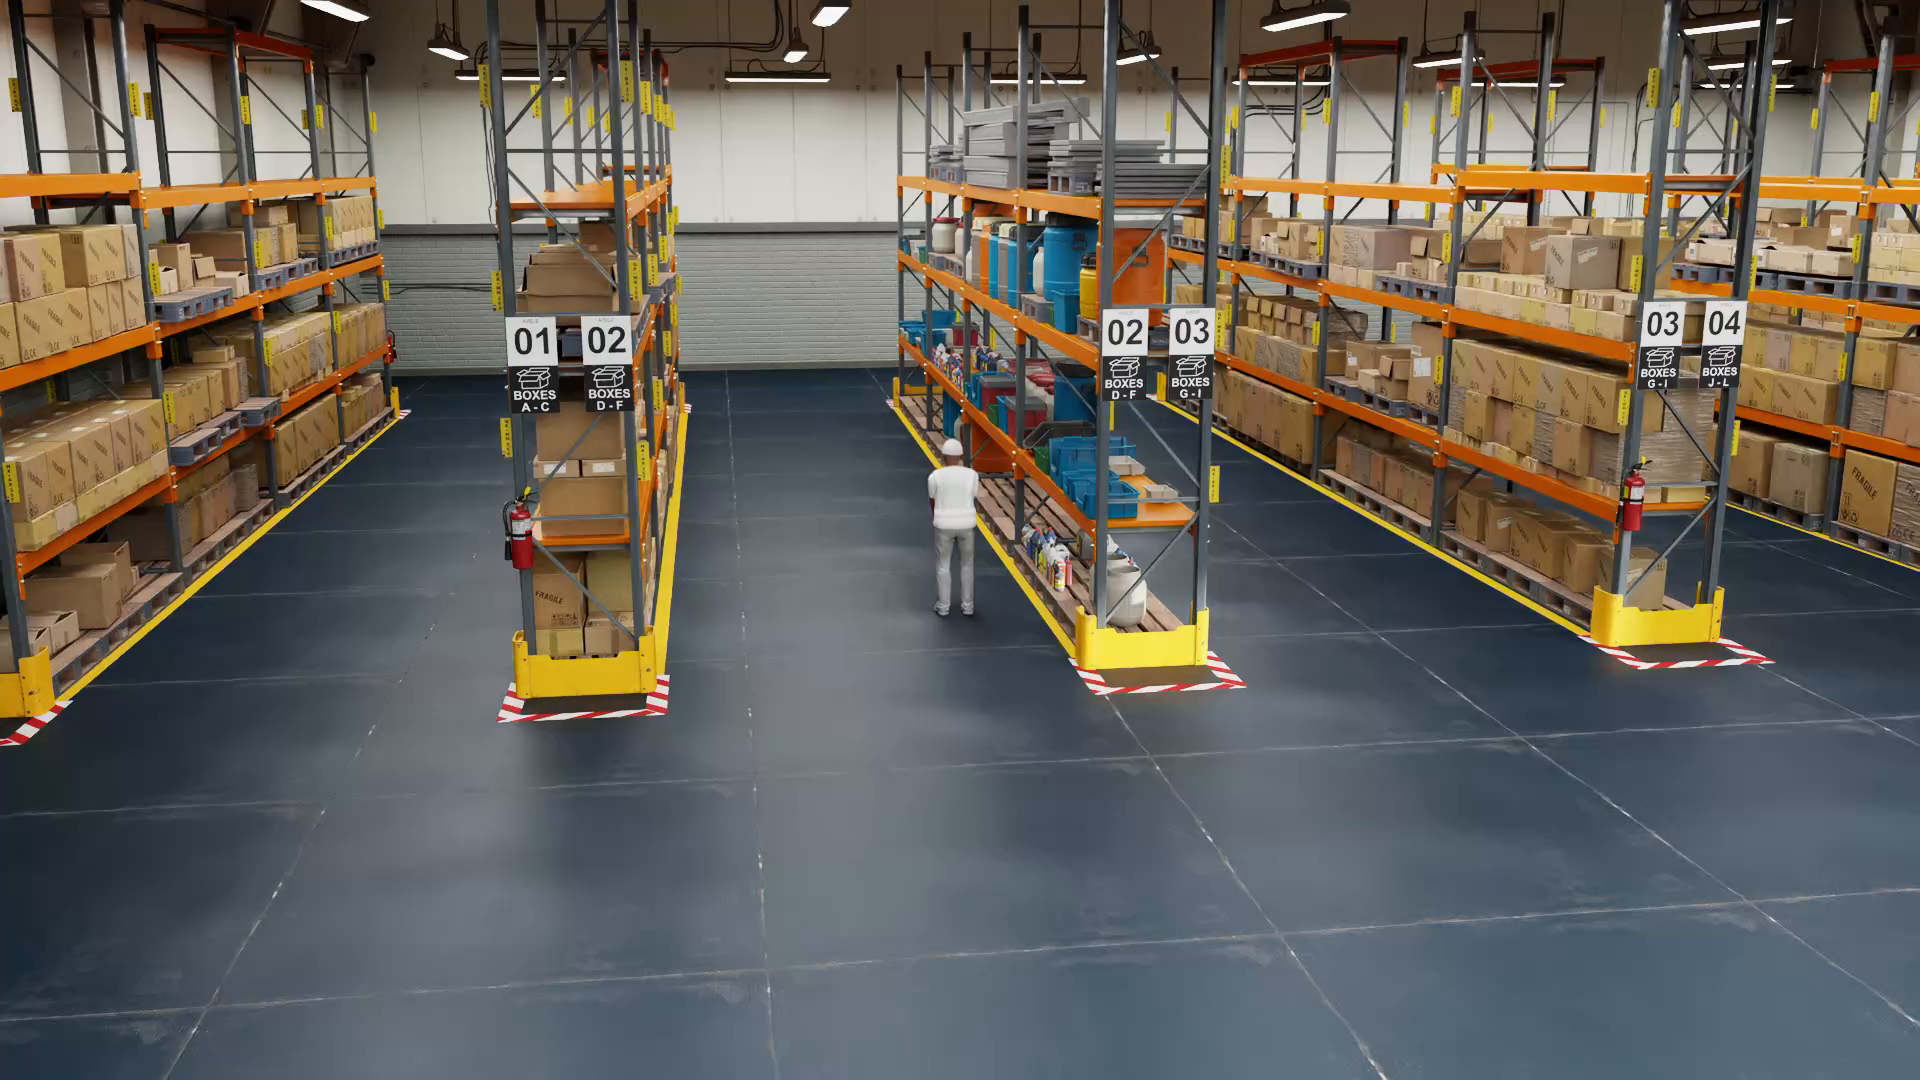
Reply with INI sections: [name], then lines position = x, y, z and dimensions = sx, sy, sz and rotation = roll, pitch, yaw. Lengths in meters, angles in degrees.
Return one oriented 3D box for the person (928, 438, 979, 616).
[person]
position = -0.082, -0.153, 16.594
dimensions = 0.505, 1.763, 0.563
rotation = -2, 13, -9
